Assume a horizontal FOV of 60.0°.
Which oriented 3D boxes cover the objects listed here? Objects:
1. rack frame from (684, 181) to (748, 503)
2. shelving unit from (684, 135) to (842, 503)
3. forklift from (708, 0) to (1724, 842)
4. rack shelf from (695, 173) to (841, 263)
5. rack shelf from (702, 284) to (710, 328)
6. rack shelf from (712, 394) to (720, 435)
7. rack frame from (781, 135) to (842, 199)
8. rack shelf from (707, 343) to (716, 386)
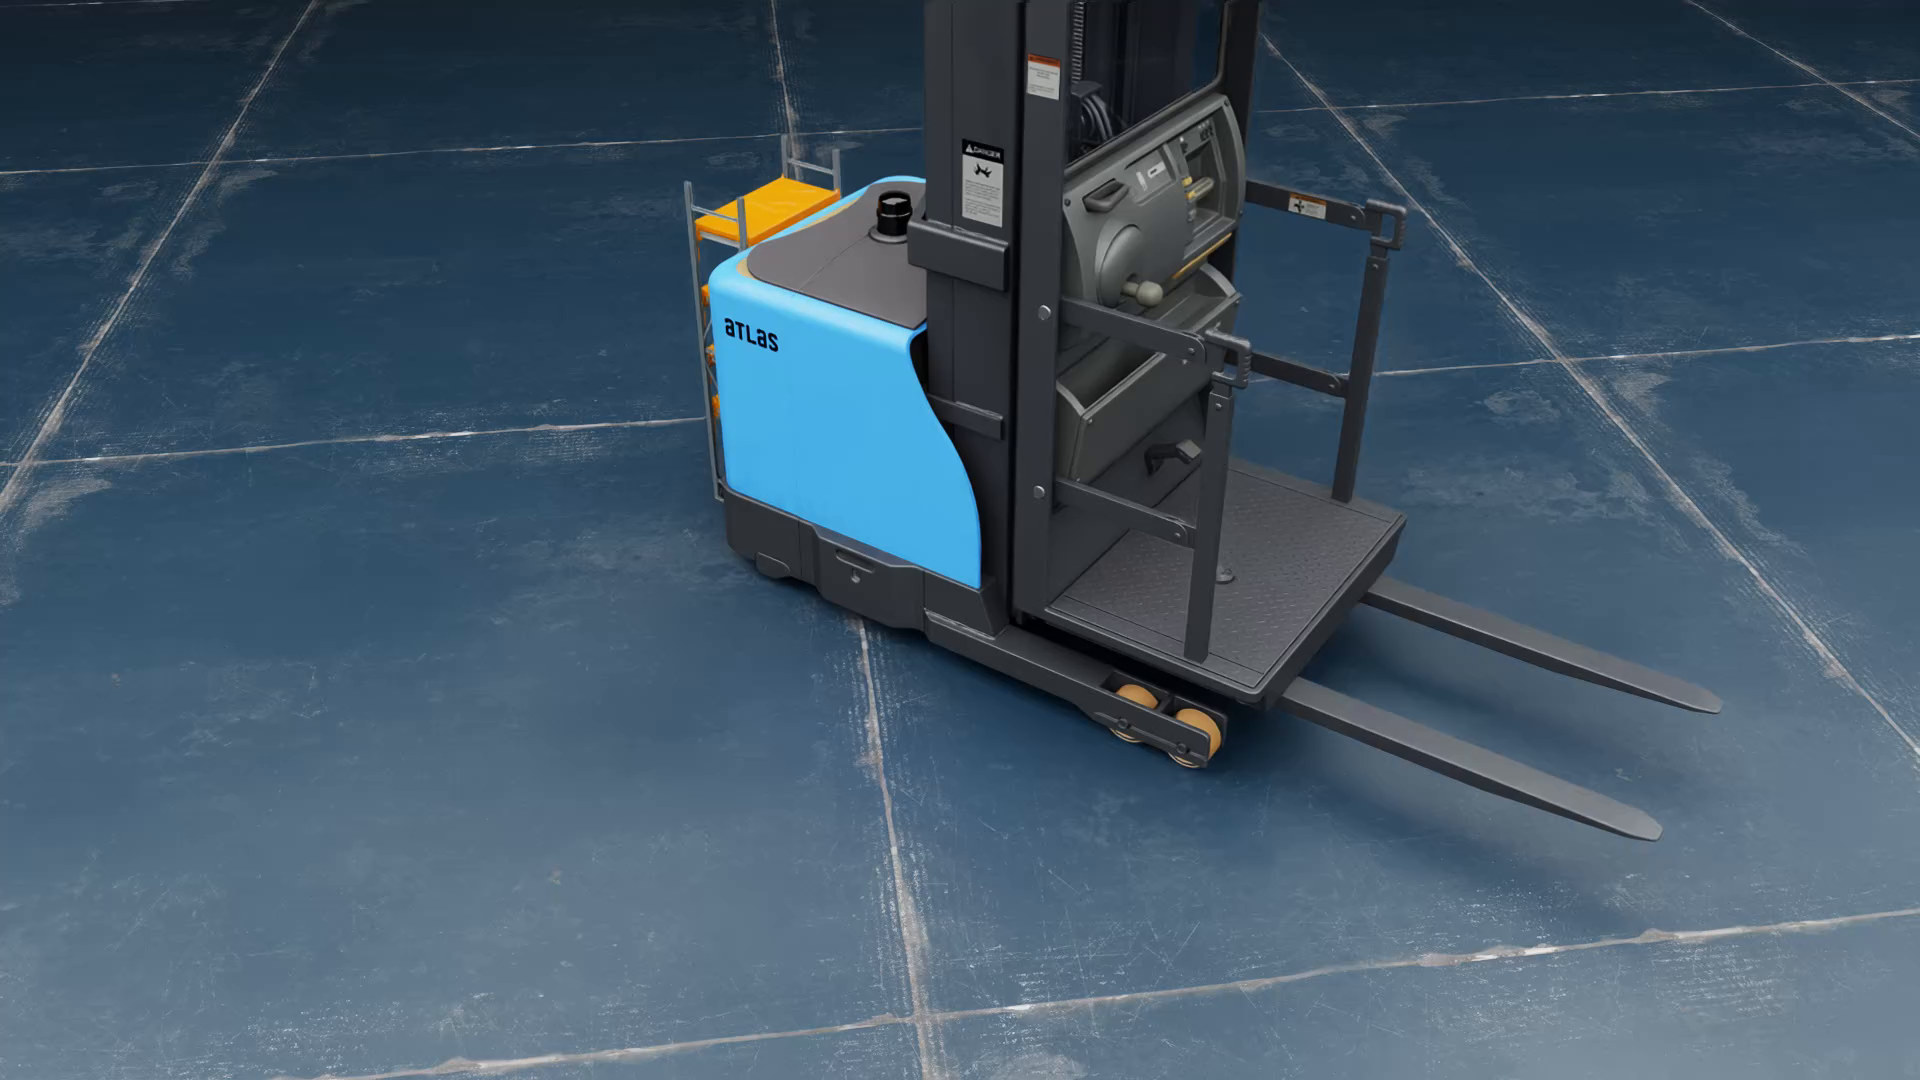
[{"bbox_3d":[-0.776,-0.607,5.576,0.240,1.200,0.015,21,39,28],"label":"rack frame"},{"bbox_3d":[-0.640,-0.721,5.743,0.258,1.200,0.503,21,39,28],"label":"shelving unit"},{"bbox_3d":[0.717,-0.899,4.466,3.031,2.935,1.130,21,40,28],"label":"forklift"},{"bbox_3d":[-0.640,-1.046,5.522,0.258,0.148,0.480,21,39,28],"label":"rack shelf"},{"bbox_3d":[-0.640,-0.851,5.655,0.258,0.148,0.480,21,39,28],"label":"rack shelf"},{"bbox_3d":[-0.640,-0.502,5.893,0.258,0.148,0.480,21,39,28],"label":"rack shelf"},{"bbox_3d":[-0.503,-0.835,5.910,0.240,1.200,0.015,21,39,28],"label":"rack frame"},{"bbox_3d":[-0.640,-0.666,5.781,0.258,0.148,0.480,21,39,28],"label":"rack shelf"}]
